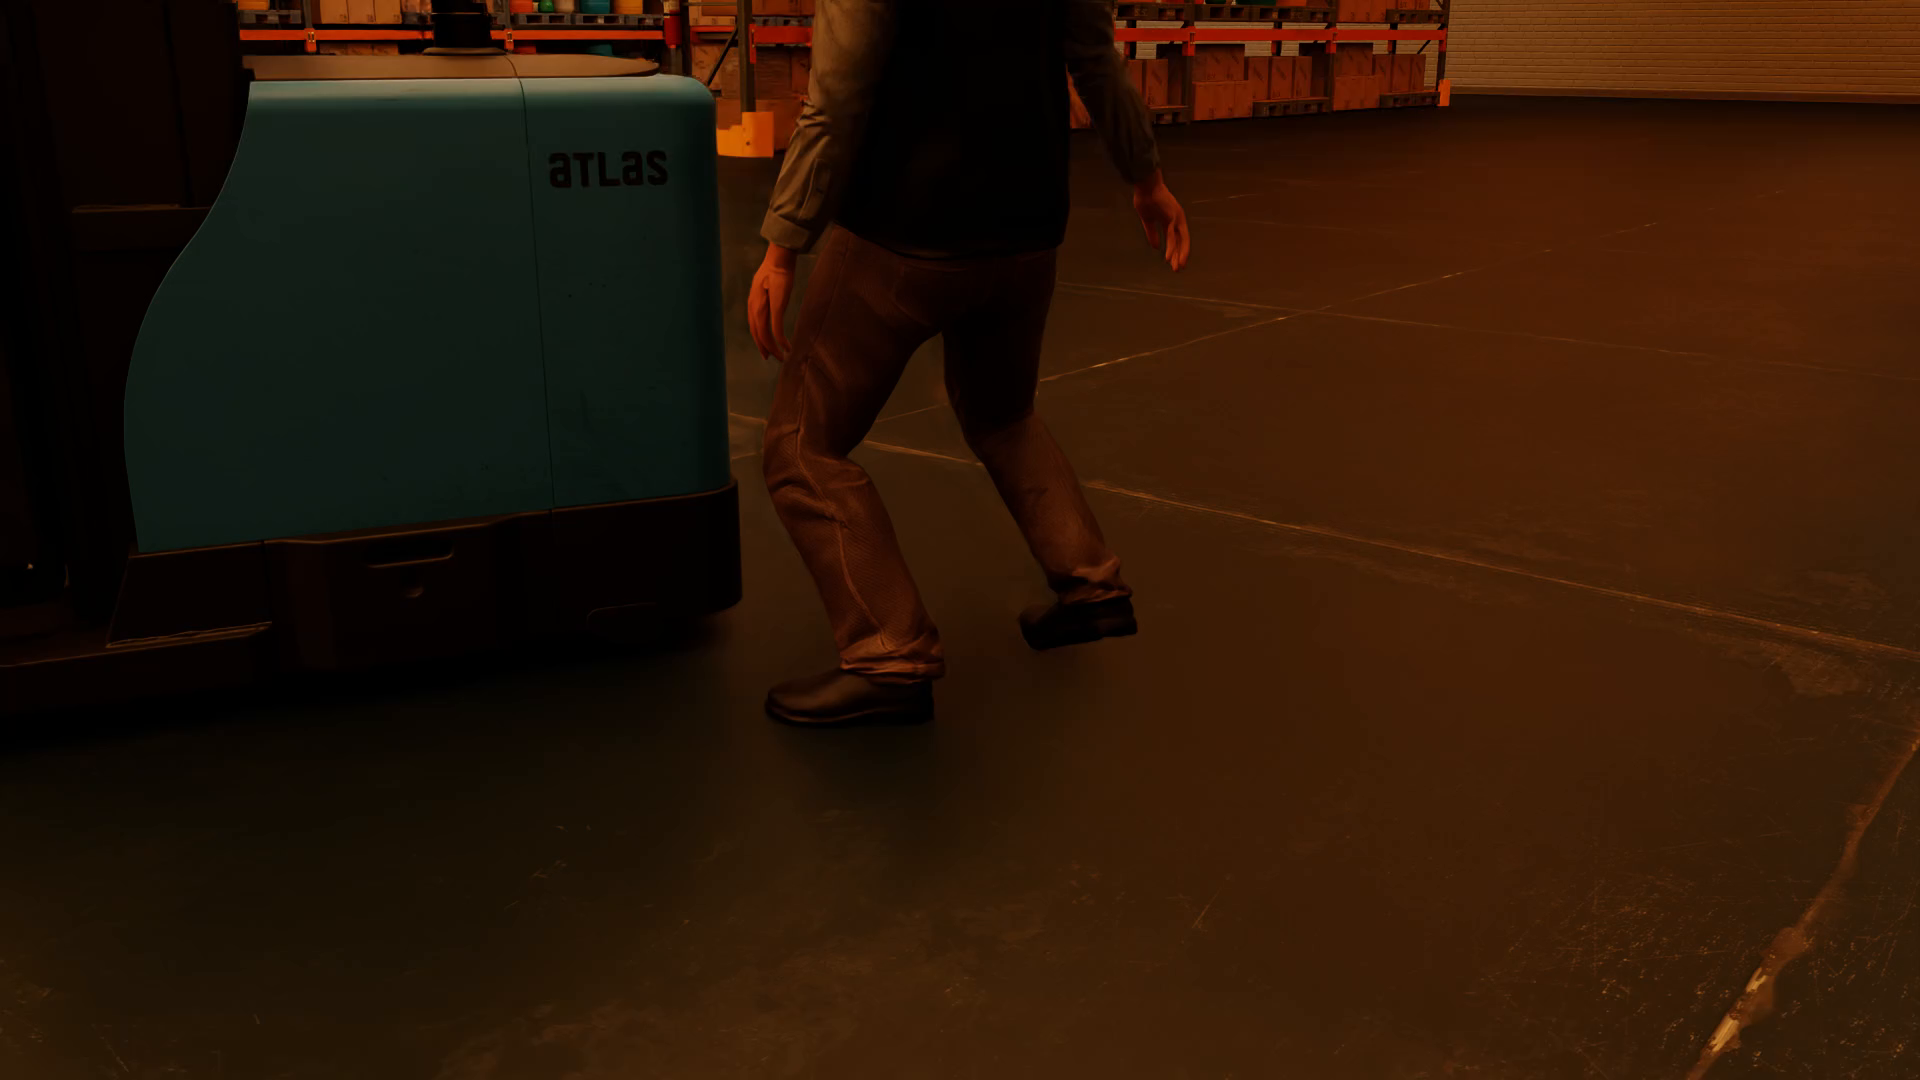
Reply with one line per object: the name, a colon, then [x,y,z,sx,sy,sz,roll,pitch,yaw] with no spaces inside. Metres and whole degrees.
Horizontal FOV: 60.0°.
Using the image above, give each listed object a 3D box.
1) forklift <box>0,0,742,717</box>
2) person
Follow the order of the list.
forklift: [-1.999,-1.166,2.738,3.031,2.935,1.130,-7,18,-22]
person: [0.030,-0.537,2.908,0.871,1.641,0.482,-12,21,-35]
